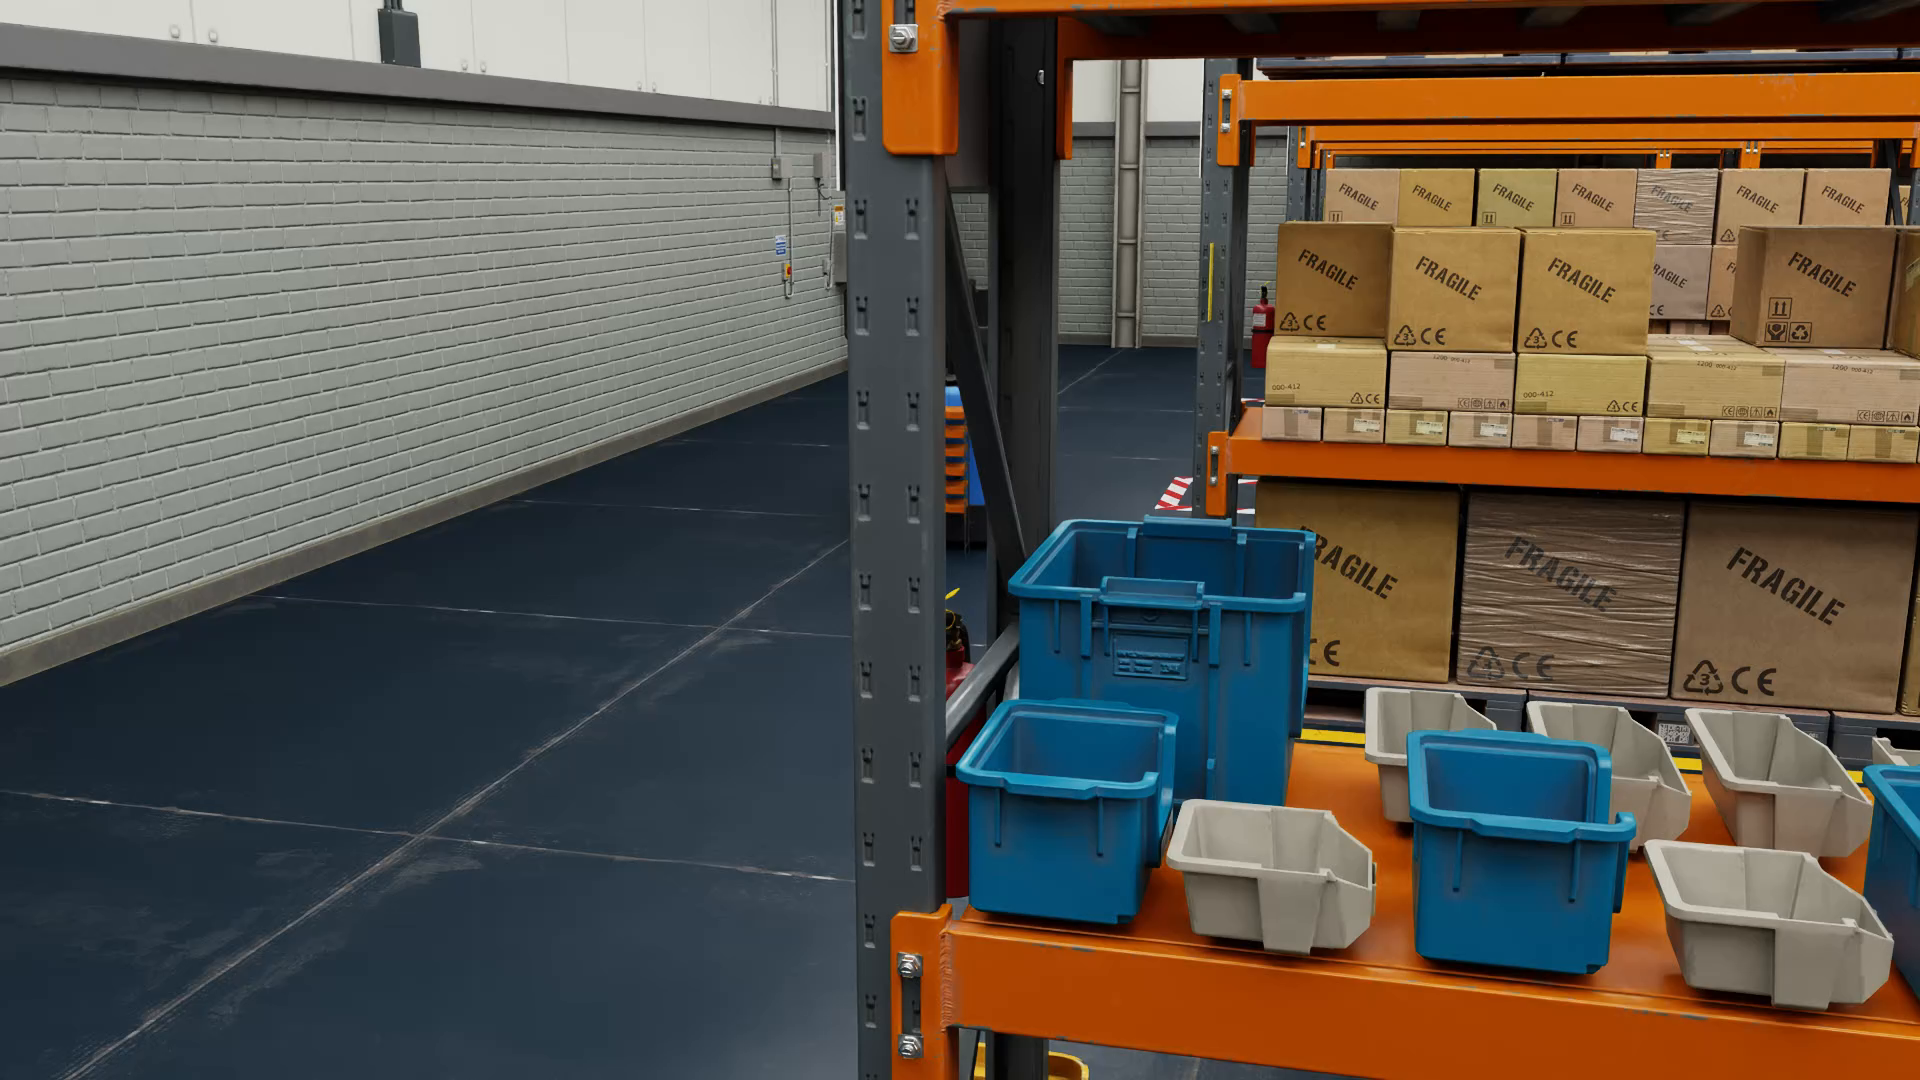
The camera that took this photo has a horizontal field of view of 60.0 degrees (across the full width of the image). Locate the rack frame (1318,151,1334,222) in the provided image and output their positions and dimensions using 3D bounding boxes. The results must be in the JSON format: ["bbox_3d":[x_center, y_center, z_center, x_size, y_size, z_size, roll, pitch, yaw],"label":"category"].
[{"bbox_3d":[4.763,-3.877,21.783,0.127,3.000,1.000,3,13,14],"label":"rack frame"}]

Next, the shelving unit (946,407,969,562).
[{"bbox_3d":[-0.046,-0.476,10.610,0.189,1.200,0.258,1,13,6],"label":"shelving unit"}]

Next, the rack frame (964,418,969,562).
[{"bbox_3d":[0.045,-0.474,10.600,0.006,1.200,0.240,1,13,6],"label":"rack frame"}]

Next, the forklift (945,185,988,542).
[{"bbox_3d":[0.101,-1.680,12.040,1.130,2.935,3.031,1,13,6],"label":"forklift"}]

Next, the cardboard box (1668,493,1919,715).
[{"bbox_3d":[3.591,0.193,7.374,0.875,0.875,0.875,3,13,14],"label":"cardboard box"}]

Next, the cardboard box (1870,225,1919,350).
[{"bbox_3d":[4.207,-1.085,7.129,0.500,0.500,0.500,3,13,14],"label":"cardboard box"}]

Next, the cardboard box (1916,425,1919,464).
[{"bbox_3d":[3.963,-0.406,6.717,0.250,0.149,0.380,3,13,15],"label":"cardboard box"}]

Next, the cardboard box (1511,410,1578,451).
[{"bbox_3d":[2.467,-0.486,7.078,0.250,0.149,0.380,3,13,12],"label":"cardboard box"}]

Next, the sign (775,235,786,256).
[{"bbox_3d":[-1.973,-3.246,18.314,0.001,0.218,0.327,3,13,14],"label":"sign"}]

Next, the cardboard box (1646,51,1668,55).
[{"bbox_3d":[4.855,-3.241,11.181,0.500,0.250,0.500,4,13,16],"label":"cardboard box"}]

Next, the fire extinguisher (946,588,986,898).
[{"bbox_3d":[-0.021,0.409,3.505,0.183,0.674,0.296,3,13,14],"label":"fire extinguisher"}]

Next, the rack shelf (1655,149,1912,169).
[{"bbox_3d":[10.588,-4.679,20.133,4.000,0.370,1.077,3,13,14],"label":"rack shelf"}]

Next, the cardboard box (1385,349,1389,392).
[{"bbox_3d":[2.230,-0.825,7.688,0.500,0.250,0.500,3,13,13],"label":"cardboard box"}]

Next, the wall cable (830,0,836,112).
[{"bbox_3d":[-1.126,-6.758,20.831,0.133,3.039,2.988,3,13,14],"label":"wall cable"}]

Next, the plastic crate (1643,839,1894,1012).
[{"bbox_3d":[1.128,0.543,2.330,0.298,0.136,0.250,3,13,14],"label":"plastic crate"}]

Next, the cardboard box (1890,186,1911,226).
[{"bbox_3d":[8.806,-3.032,15.435,0.500,0.500,0.500,3,13,12],"label":"cardboard box"}]

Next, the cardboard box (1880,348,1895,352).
[{"bbox_3d":[4.212,-0.720,7.212,0.500,0.250,0.500,3,13,13],"label":"cardboard box"}]

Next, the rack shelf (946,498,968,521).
[{"bbox_3d":[-0.046,-0.199,10.672,0.180,0.103,0.258,1,13,6],"label":"rack shelf"}]

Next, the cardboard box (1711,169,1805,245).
[{"bbox_3d":[5.349,-2.255,11.245,0.500,0.500,0.500,3,13,12],"label":"cardboard box"}]

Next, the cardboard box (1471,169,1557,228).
[{"bbox_3d":[3.853,-2.333,11.599,0.500,0.500,0.500,3,13,12],"label":"cardboard box"}]

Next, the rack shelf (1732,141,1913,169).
[{"bbox_3d":[9.403,-3.635,15.427,4.000,0.370,1.077,3,13,14],"label":"rack shelf"}]

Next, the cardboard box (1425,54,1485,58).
[{"bbox_3d":[3.361,-3.318,11.529,0.500,0.250,0.500,3,13,13],"label":"cardboard box"}]

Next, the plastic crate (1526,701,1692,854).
[{"bbox_3d":[1.130,0.414,2.912,0.243,0.136,0.396,3,13,14],"label":"plastic crate"}]

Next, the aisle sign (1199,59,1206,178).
[{"bbox_3d":[1.061,-1.959,7.136,0.004,0.787,0.394,3,13,14],"label":"aisle sign"}]

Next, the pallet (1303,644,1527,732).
[{"bbox_3d":[1.998,0.637,7.874,1.213,0.211,1.003,3,13,14],"label":"pallet"}]

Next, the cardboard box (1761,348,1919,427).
[{"bbox_3d":[3.597,-0.634,6.826,0.500,0.250,0.500,3,13,15],"label":"cardboard box"}]

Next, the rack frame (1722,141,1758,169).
[{"bbox_3d":[7.461,-2.625,16.142,0.127,3.000,1.000,3,13,14],"label":"rack frame"}]

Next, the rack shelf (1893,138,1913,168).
[{"bbox_3d":[8.315,-2.589,10.712,4.000,0.370,1.077,3,13,14],"label":"rack shelf"}]

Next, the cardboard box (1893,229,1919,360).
[{"bbox_3d":[4.091,-0.974,6.627,0.500,0.500,0.500,3,13,14],"label":"cardboard box"}]

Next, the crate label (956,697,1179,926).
[{"bbox_3d":[0.177,0.427,2.632,0.303,0.233,0.416,3,13,14],"label":"crate label"}]

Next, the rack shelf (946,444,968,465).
[{"bbox_3d":[-0.046,-0.550,10.594,0.180,0.103,0.258,1,13,6],"label":"rack shelf"}]

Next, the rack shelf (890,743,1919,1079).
[{"bbox_3d":[1.958,0.747,2.600,4.000,0.370,1.077,3,13,14],"label":"rack shelf"}]

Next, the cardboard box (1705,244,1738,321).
[{"bbox_3d":[5.332,-1.766,11.351,0.500,0.500,0.500,3,13,12],"label":"cardboard box"}]

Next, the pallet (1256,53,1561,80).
[{"bbox_3d":[1.926,-2.134,7.206,1.213,0.211,1.003,3,13,14],"label":"pallet"}]

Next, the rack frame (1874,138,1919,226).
[{"bbox_3d":[6.373,-1.579,11.427,0.127,3.000,1.000,3,13,14],"label":"rack frame"}]

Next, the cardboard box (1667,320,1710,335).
[{"bbox_3d":[5.003,-1.465,11.494,0.250,0.149,0.380,2,13,11],"label":"cardboard box"}]

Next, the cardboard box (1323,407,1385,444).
[{"bbox_3d":[1.718,-0.526,7.257,0.250,0.149,0.380,3,13,13],"label":"cardboard box"}]

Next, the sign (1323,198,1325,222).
[{"bbox_3d":[4.633,-4.186,21.175,0.005,0.325,0.100,3,13,14],"label":"sign"}]

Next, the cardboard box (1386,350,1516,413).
[{"bbox_3d":[2.111,-0.714,7.185,0.500,0.250,0.500,3,13,13],"label":"cardboard box"}]

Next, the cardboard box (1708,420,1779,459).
[{"bbox_3d":[3.218,-0.446,6.898,0.250,0.149,0.380,3,13,14],"label":"cardboard box"}]

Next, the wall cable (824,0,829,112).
[{"bbox_3d":[-1.830,-6.156,18.204,0.029,3.000,2.355,3,13,14],"label":"wall cable"}]

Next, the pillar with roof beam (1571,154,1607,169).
[{"bbox_3d":[7.155,-5.919,17.135,0.400,9.000,9.100,3,13,14],"label":"pillar with roof beam"}]
